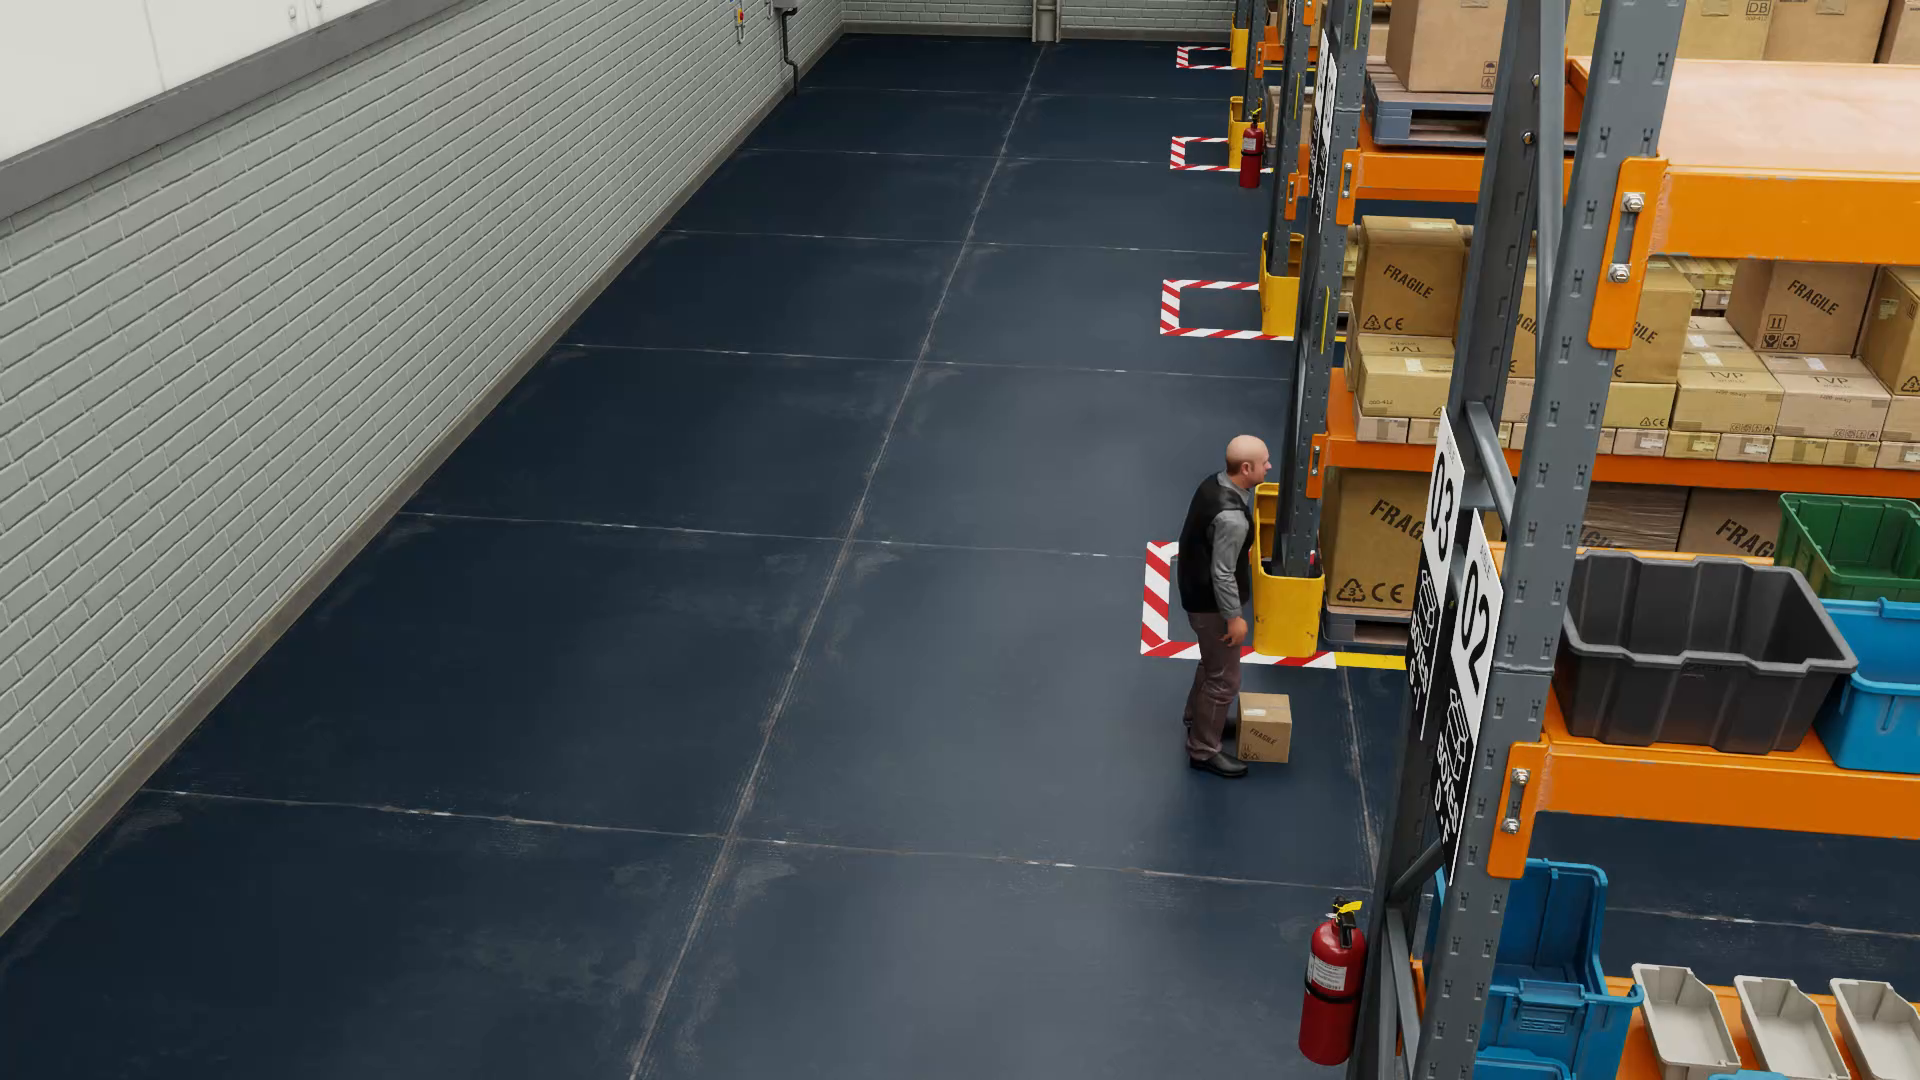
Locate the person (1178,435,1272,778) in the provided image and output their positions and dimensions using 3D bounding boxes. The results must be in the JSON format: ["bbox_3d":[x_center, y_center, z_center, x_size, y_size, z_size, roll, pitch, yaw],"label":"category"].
[{"bbox_3d":[1.258,0.286,8.114,0.412,1.722,0.592,2,28,4],"label":"person"}]
